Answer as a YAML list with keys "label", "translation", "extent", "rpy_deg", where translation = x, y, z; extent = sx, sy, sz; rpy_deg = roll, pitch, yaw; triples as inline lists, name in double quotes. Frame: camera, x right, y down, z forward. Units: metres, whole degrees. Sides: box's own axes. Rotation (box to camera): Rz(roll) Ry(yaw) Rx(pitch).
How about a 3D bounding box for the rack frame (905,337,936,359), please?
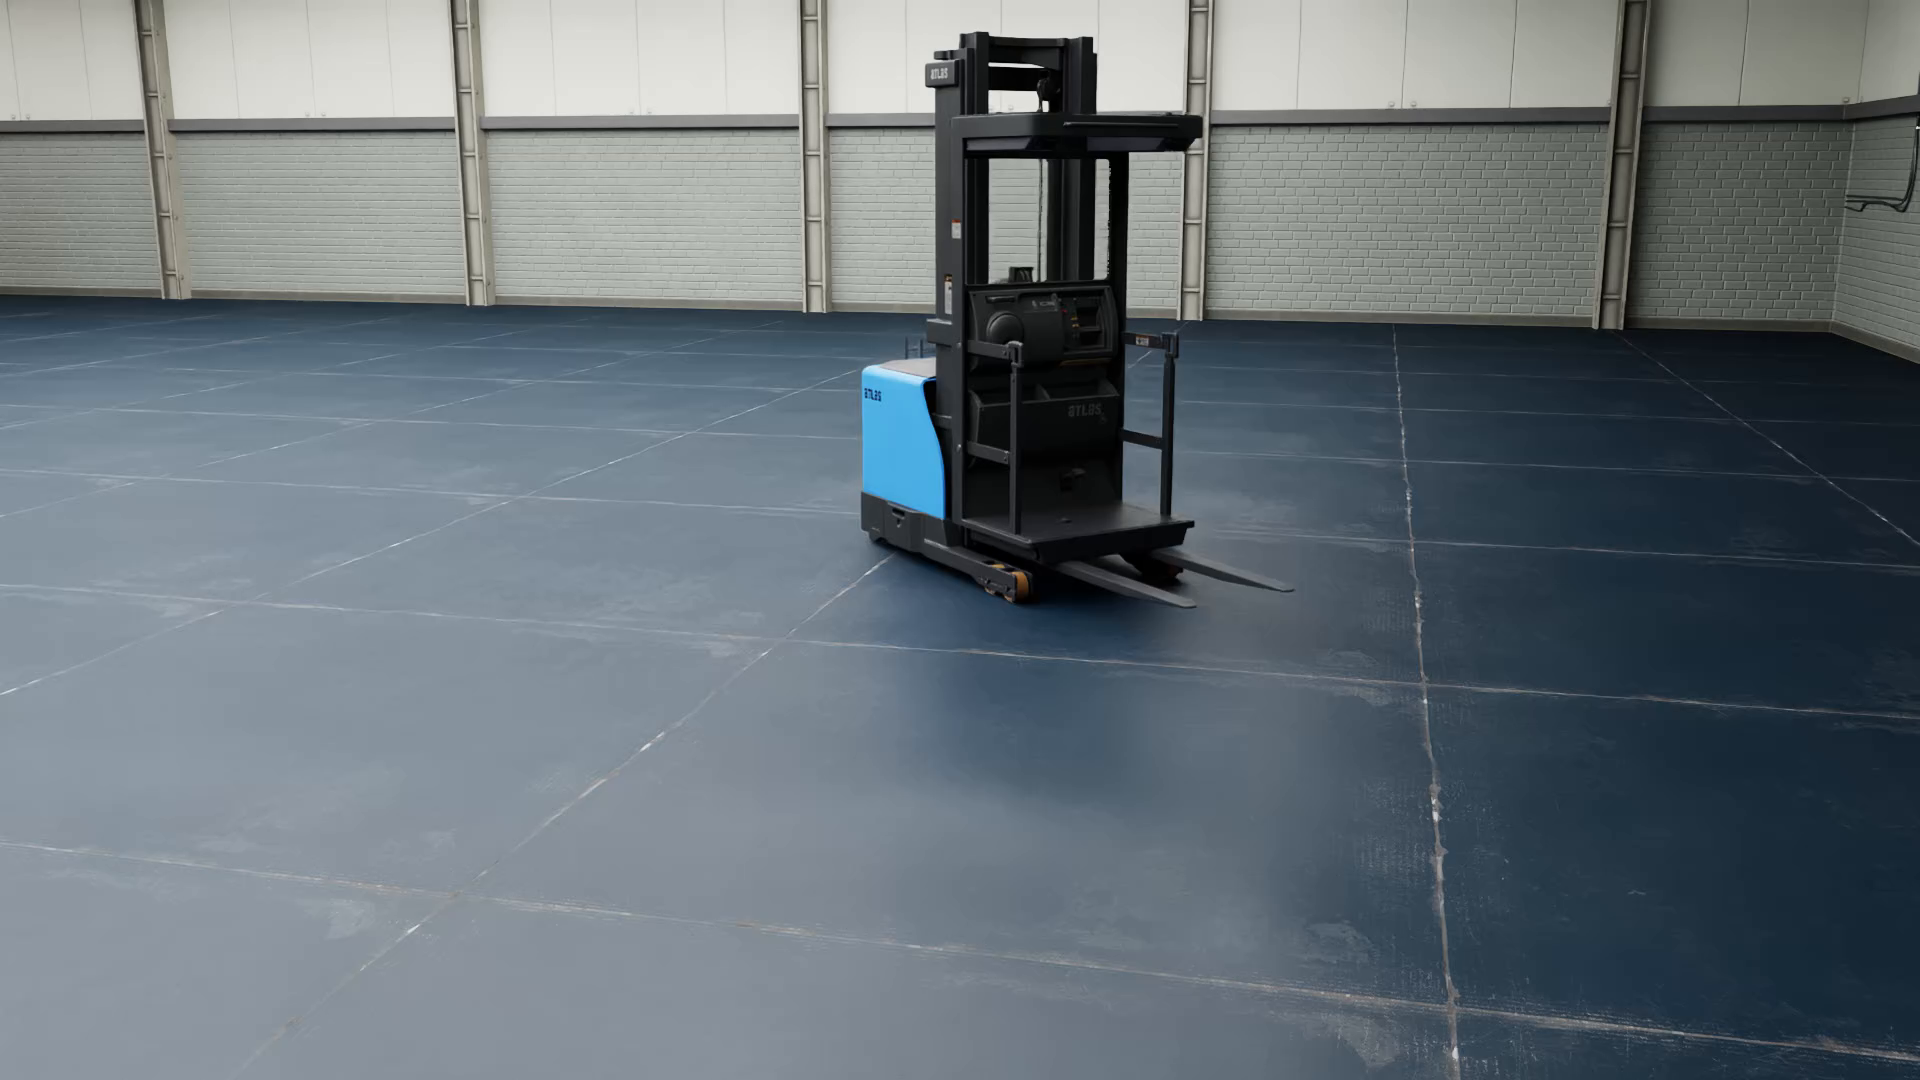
- label: "rack frame"
  translation: [-0.241, -0.695, 10.596]
  extent: [0.240, 1.200, 0.006]
  rpy_deg: [-7, 14, -30]

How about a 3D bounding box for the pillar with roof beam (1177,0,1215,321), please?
- label: "pillar with roof beam"
  translation: [2.496, -6.857, 20.366]
  extent: [0.400, 9.000, 9.100]
  rpy_deg: [3, 13, 14]

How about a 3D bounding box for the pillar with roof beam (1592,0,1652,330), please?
- label: "pillar with roof beam"
  translation: [8.321, -6.546, 18.962]
  extent: [0.400, 9.000, 9.100]
  rpy_deg: [3, 13, 14]

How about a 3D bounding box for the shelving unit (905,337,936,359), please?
- label: "shelving unit"
  translation: [-0.194, -0.678, 10.520]
  extent: [0.258, 1.200, 0.189]
  rpy_deg: [-7, 14, -30]

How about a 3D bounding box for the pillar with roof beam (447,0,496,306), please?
- label: "pillar with roof beam"
  translation: [-9.154, -7.480, 23.173]
  extent: [0.400, 9.000, 9.100]
  rpy_deg: [3, 13, 14]

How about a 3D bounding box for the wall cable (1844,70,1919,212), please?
- label: "wall cable"
  translation: [11.896, -5.504, 21.437]
  extent: [0.112, 2.526, 3.097]
  rpy_deg: [3, 13, 14]

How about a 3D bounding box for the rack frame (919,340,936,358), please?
- label: "rack frame"
  translation: [-0.147, -0.661, 10.443]
  extent: [0.240, 1.200, 0.006]
  rpy_deg: [-7, 14, -30]

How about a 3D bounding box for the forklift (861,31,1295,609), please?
- label: "forklift"
  translation: [0.578, -1.216, 8.949]
  extent: [1.130, 2.935, 3.031]
  rpy_deg: [-7, 14, -30]

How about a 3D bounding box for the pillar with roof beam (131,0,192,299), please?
- label: "pillar with roof beam"
  translation: [-14.980, -7.792, 24.576]
  extent: [0.400, 9.000, 9.100]
  rpy_deg: [3, 13, 14]

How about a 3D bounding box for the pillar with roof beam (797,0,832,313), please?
- label: "pillar with roof beam"
  translation: [-3.329, -7.169, 21.769]
  extent: [0.400, 9.000, 9.100]
  rpy_deg: [3, 13, 14]
